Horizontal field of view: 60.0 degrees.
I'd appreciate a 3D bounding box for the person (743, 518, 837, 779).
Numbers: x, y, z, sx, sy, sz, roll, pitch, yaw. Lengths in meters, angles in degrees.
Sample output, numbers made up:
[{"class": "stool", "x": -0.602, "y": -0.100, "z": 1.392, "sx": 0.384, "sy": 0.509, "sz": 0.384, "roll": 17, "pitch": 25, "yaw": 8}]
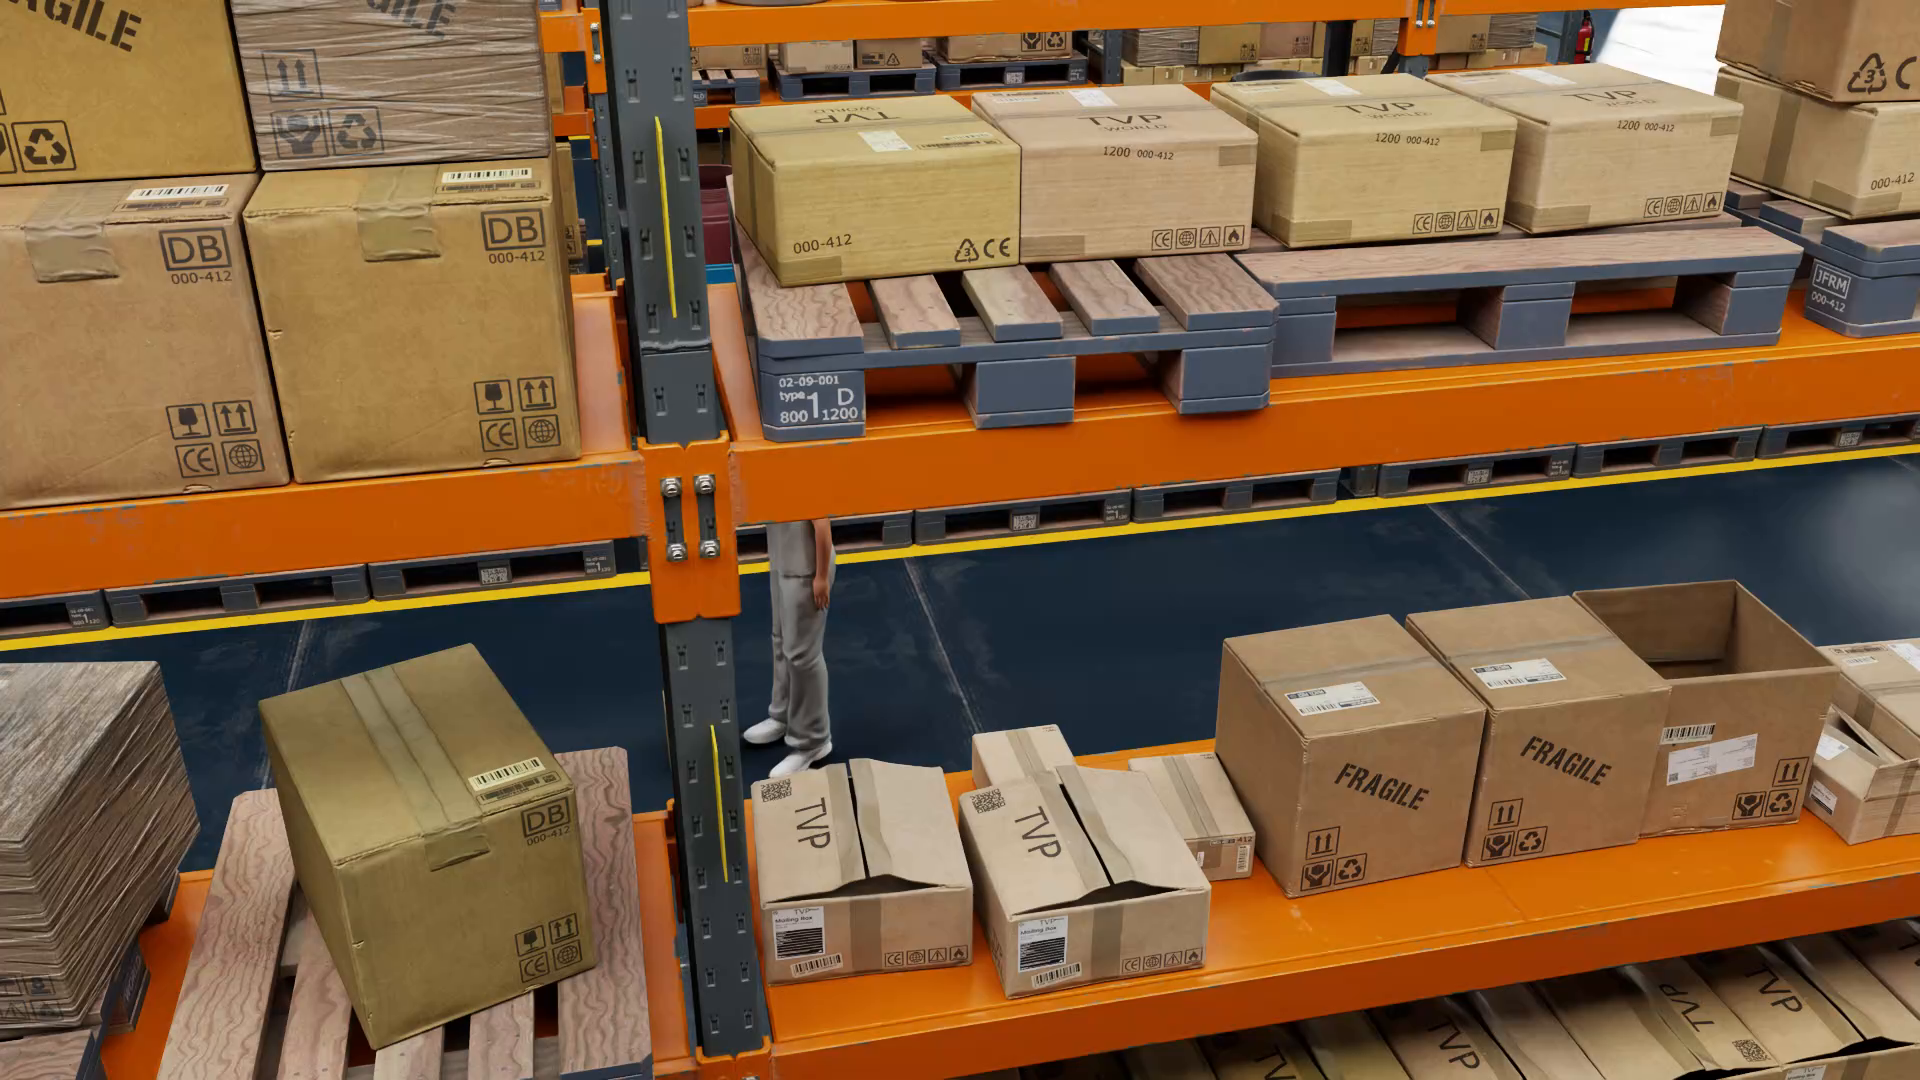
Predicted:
[{"class": "person", "x": -0.707, "y": 0.134, "z": 6.847, "sx": 0.447, "sy": 1.698, "sz": 0.526, "roll": -9, "pitch": 28, "yaw": -17}]
